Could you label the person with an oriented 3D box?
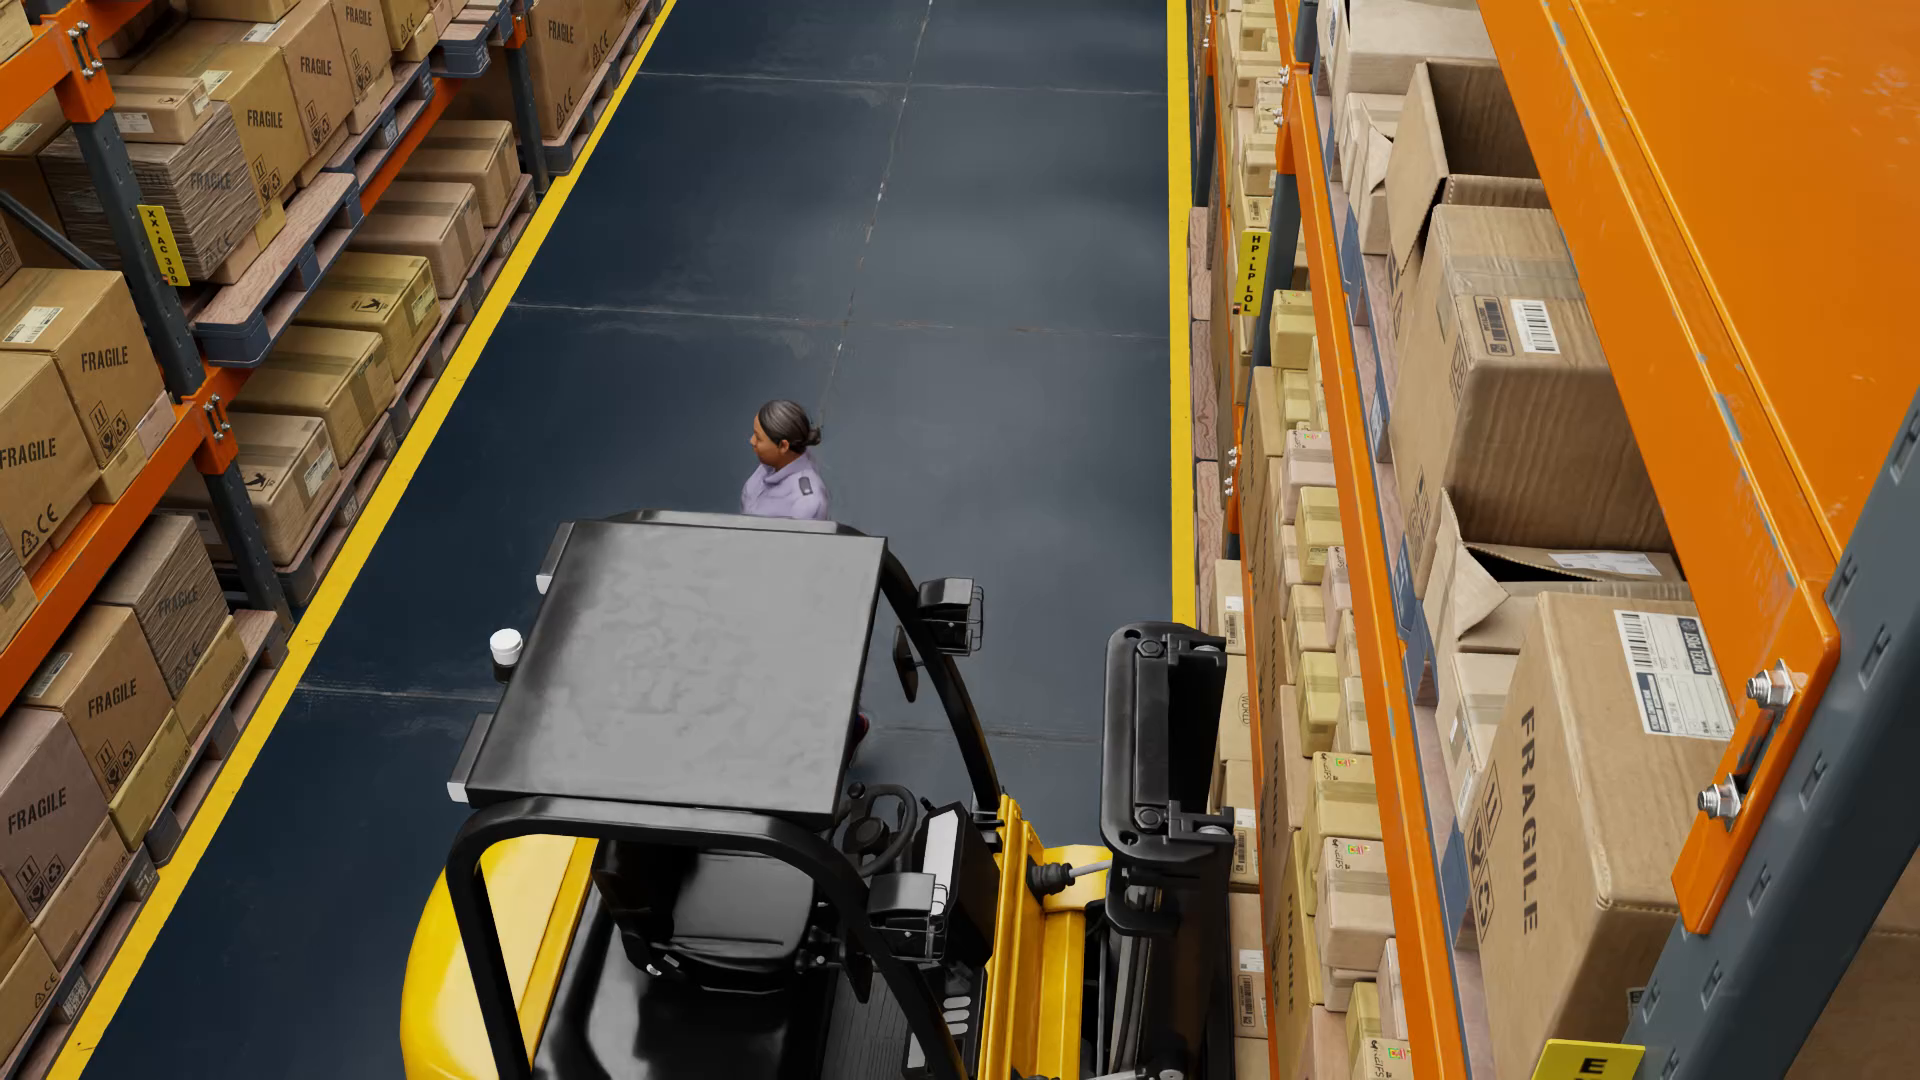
[{"bbox_3d":[-0.624,0.178,6.249,0.467,1.668,0.493,-10,41,-12],"label":"person"}]
